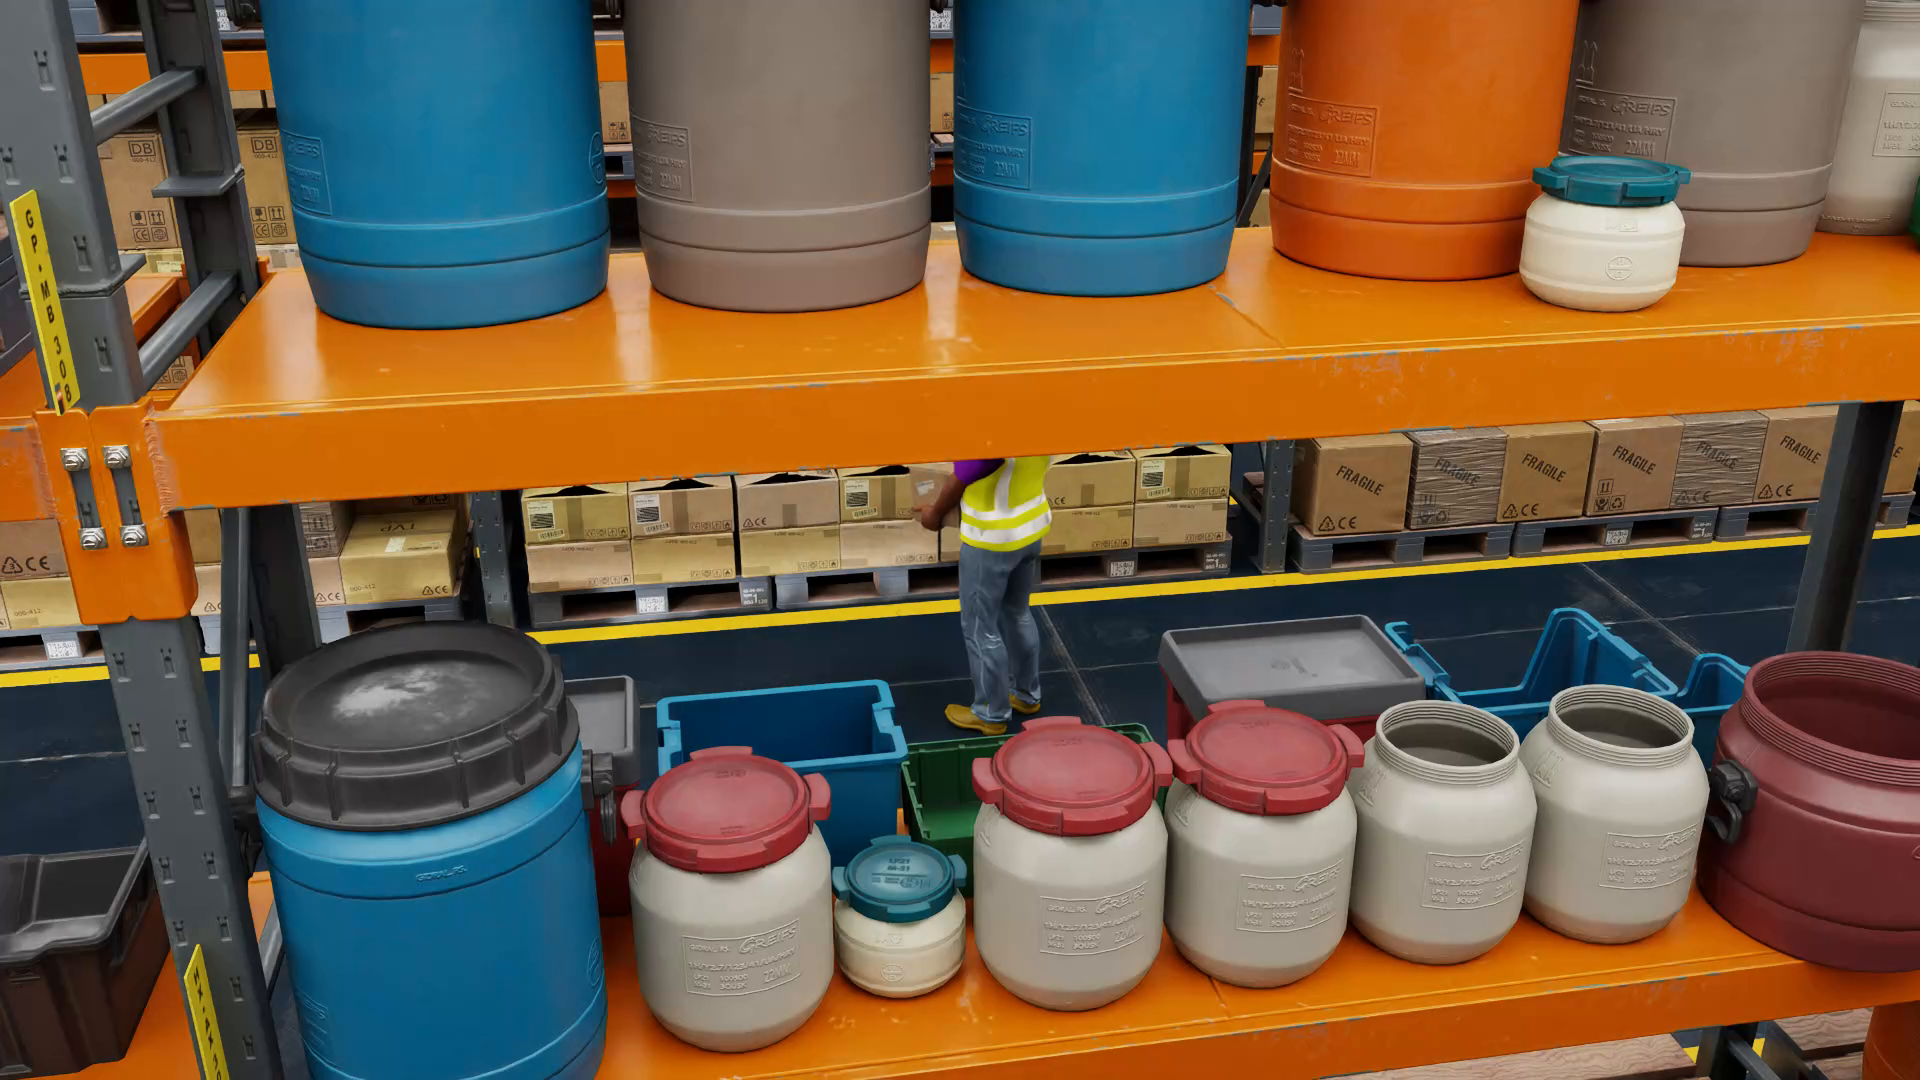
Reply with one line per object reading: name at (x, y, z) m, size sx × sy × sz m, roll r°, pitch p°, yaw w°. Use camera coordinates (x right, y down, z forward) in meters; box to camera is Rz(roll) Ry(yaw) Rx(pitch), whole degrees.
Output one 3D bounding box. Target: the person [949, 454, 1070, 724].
person at (0.143, -0.040, 7.137) m, size 0.575 × 1.767 × 0.665 m, roll 17°, pitch 28°, yaw 34°
